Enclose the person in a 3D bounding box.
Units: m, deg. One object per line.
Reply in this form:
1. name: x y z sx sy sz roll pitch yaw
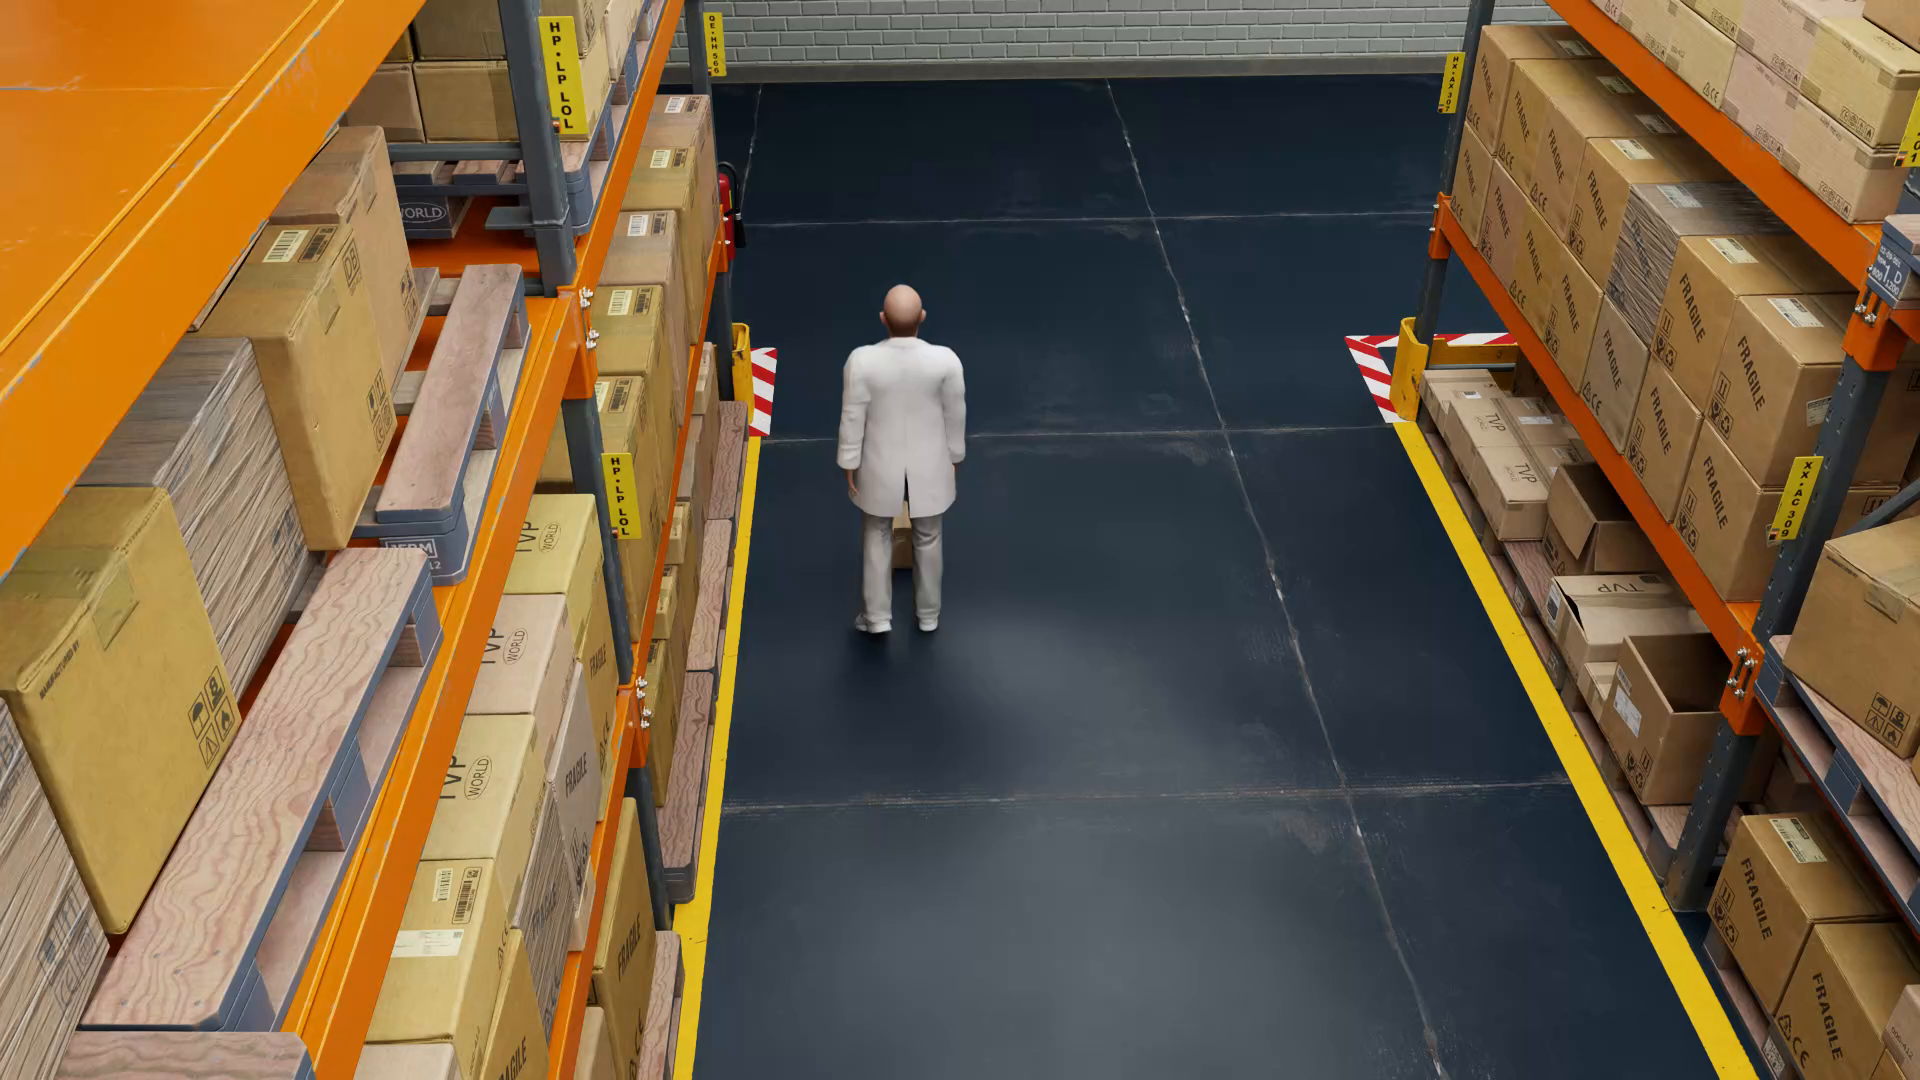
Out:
1. person: -0.270 -0.325 7.684 0.593 1.864 0.470 -2 35 -3
